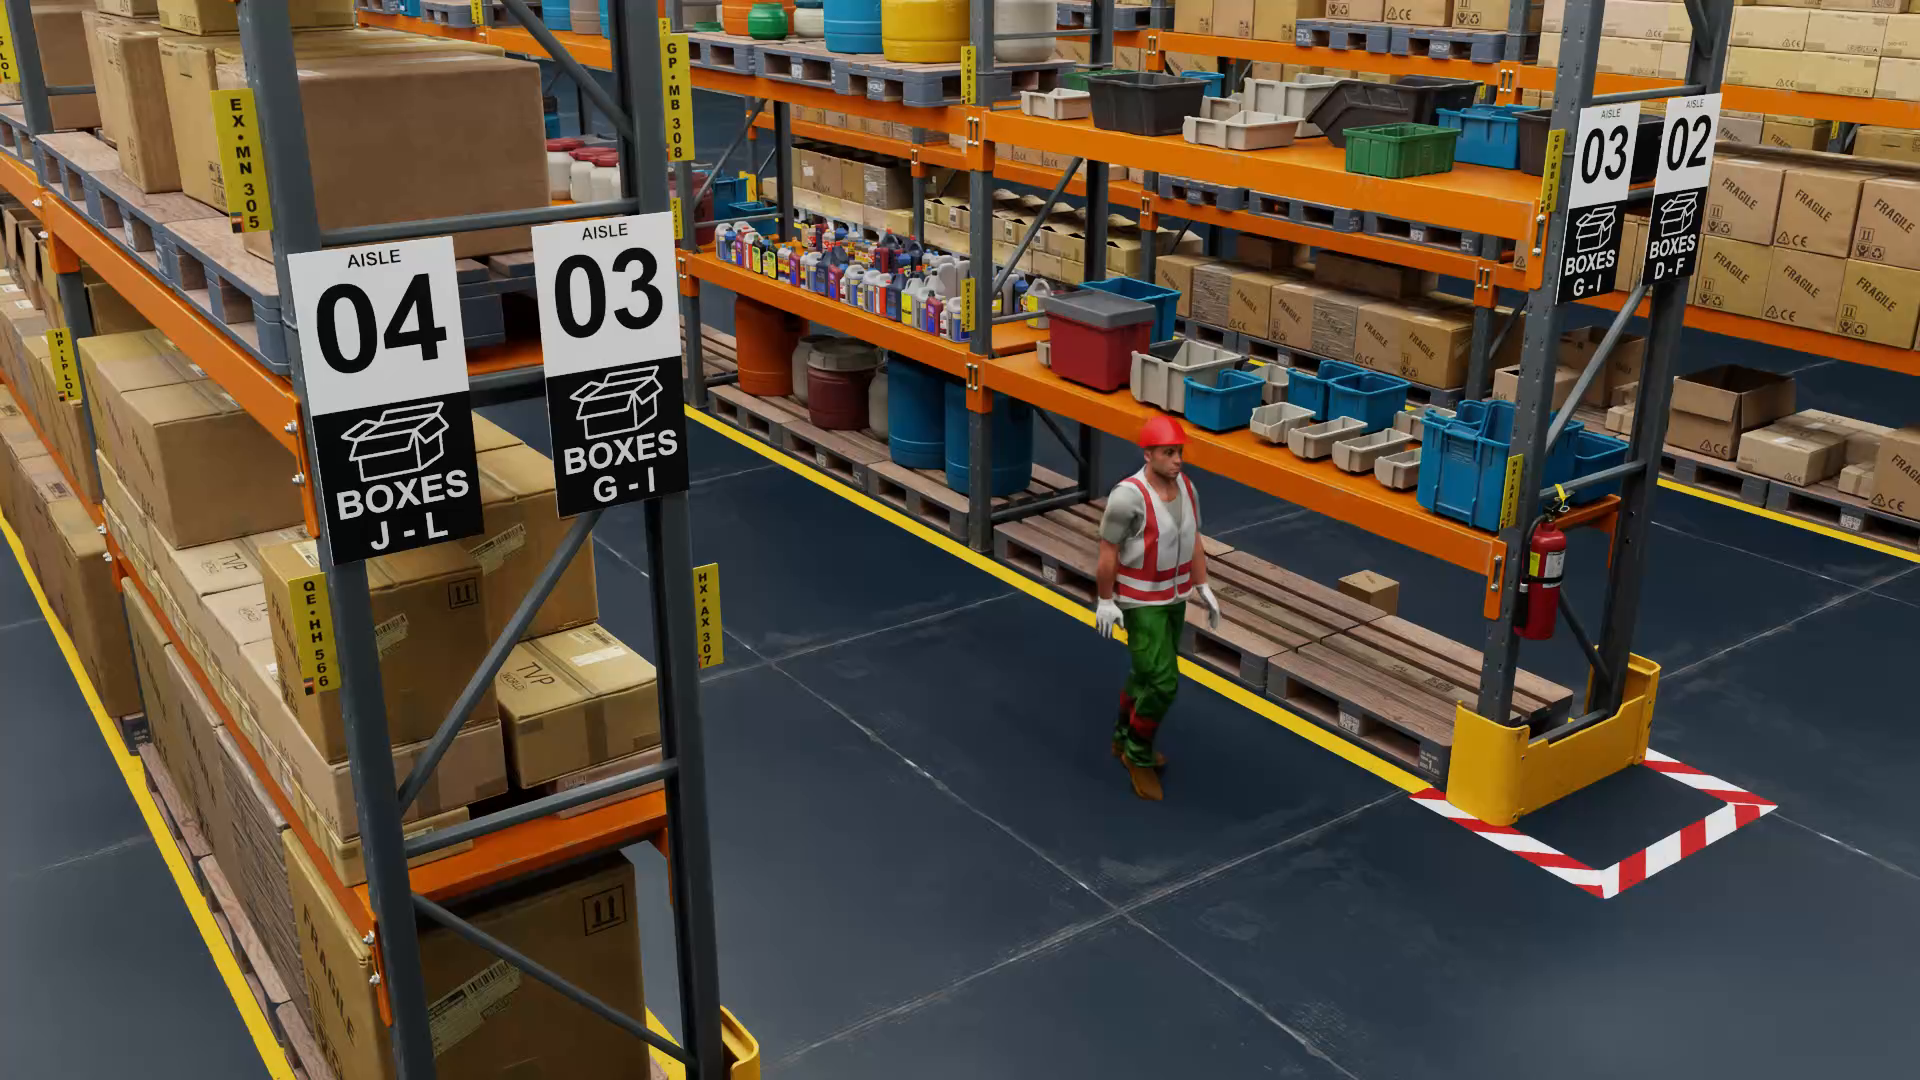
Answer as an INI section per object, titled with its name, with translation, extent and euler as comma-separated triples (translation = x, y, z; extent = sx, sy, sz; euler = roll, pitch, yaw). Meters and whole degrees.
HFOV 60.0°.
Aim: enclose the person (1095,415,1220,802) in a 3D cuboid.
[person]
translation = 0.915, 0.309, 7.749
extent = 0.543, 1.838, 0.511
euler = -18, 28, -39
